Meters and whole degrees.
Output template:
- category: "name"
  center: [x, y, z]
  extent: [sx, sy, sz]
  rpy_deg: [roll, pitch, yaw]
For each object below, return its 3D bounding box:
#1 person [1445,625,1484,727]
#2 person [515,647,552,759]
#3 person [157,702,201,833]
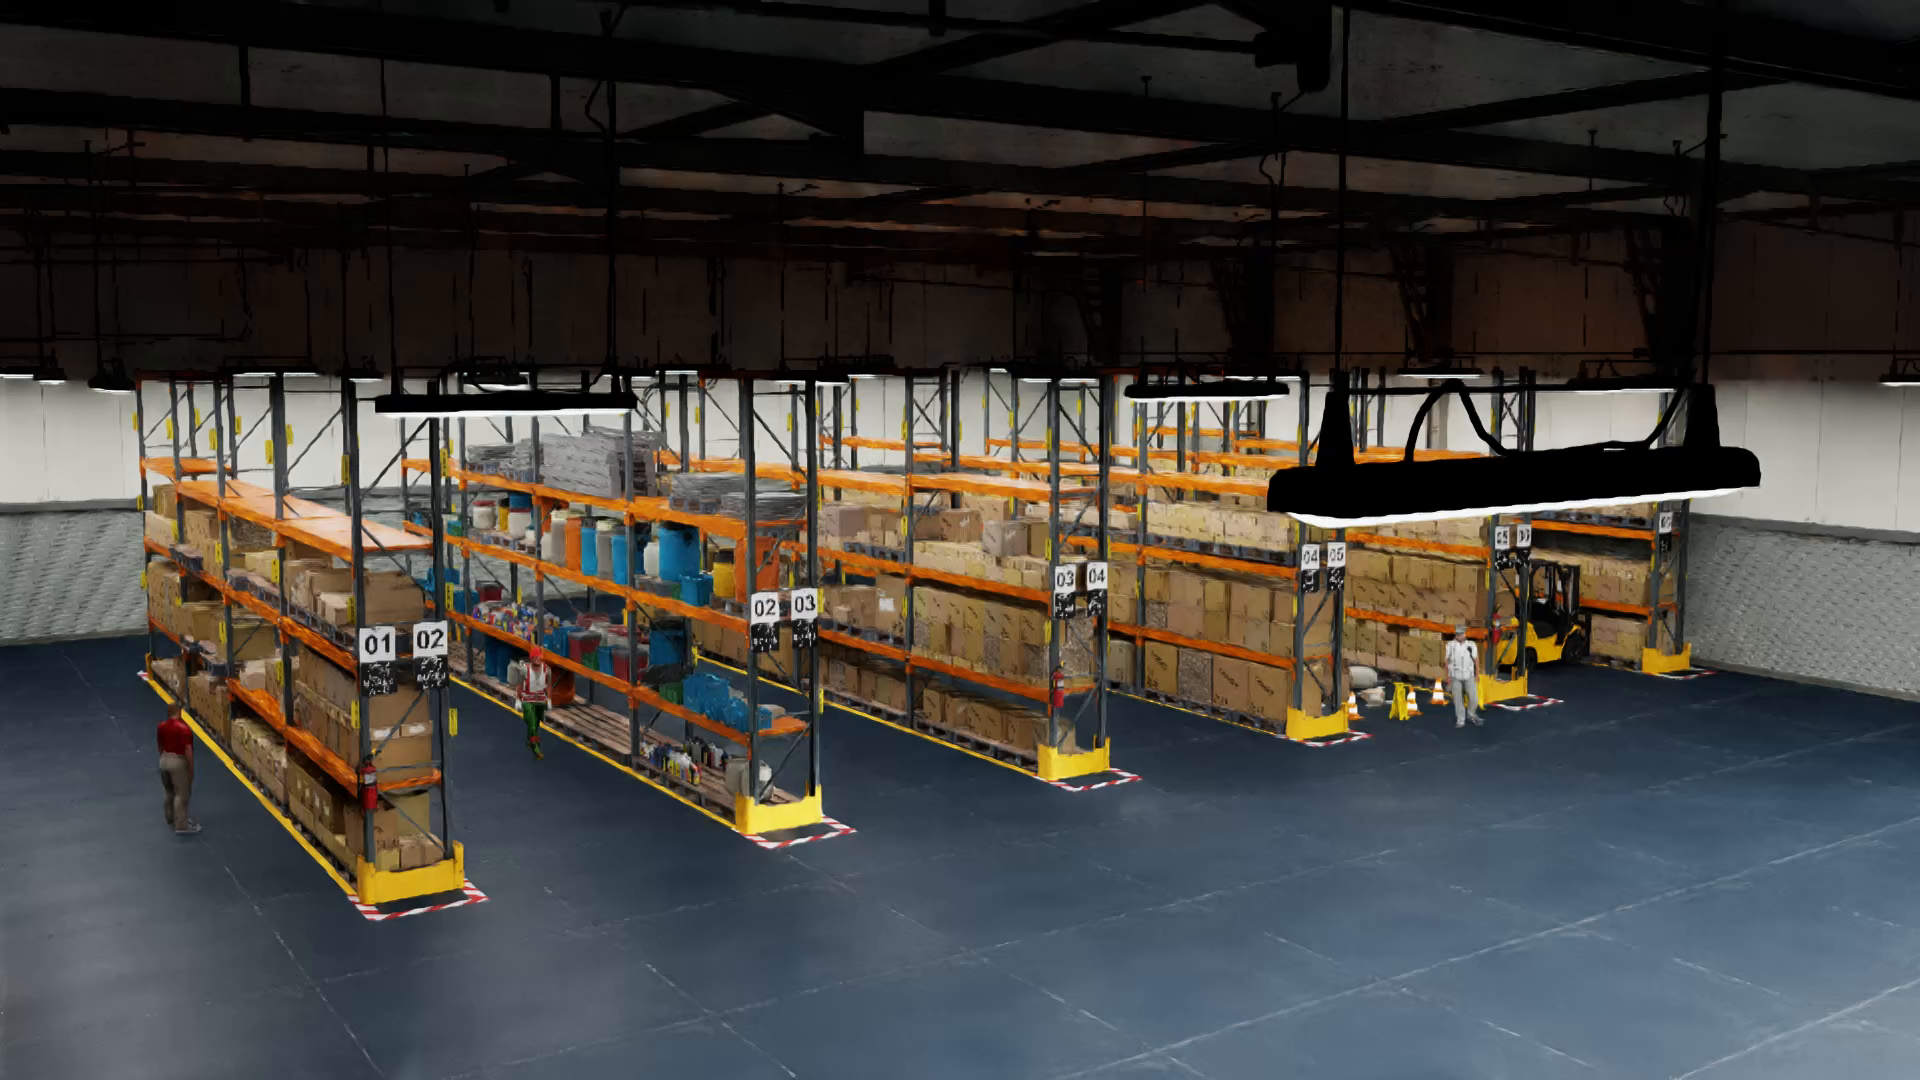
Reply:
- category: "person"
  center: [8.543, 2.288, 28.127]
  extent: [0.679, 1.749, 0.505]
  rpy_deg: [2, 7, 13]
- category: "person"
  center: [-6.647, 2.521, 26.097]
  extent: [0.551, 1.707, 1.109]
  rpy_deg: [-5, 8, -35]
- category: "person"
  center: [-10.326, 2.980, 22.007]
  extent: [0.593, 1.733, 0.457]
  rpy_deg: [3, 7, 25]
